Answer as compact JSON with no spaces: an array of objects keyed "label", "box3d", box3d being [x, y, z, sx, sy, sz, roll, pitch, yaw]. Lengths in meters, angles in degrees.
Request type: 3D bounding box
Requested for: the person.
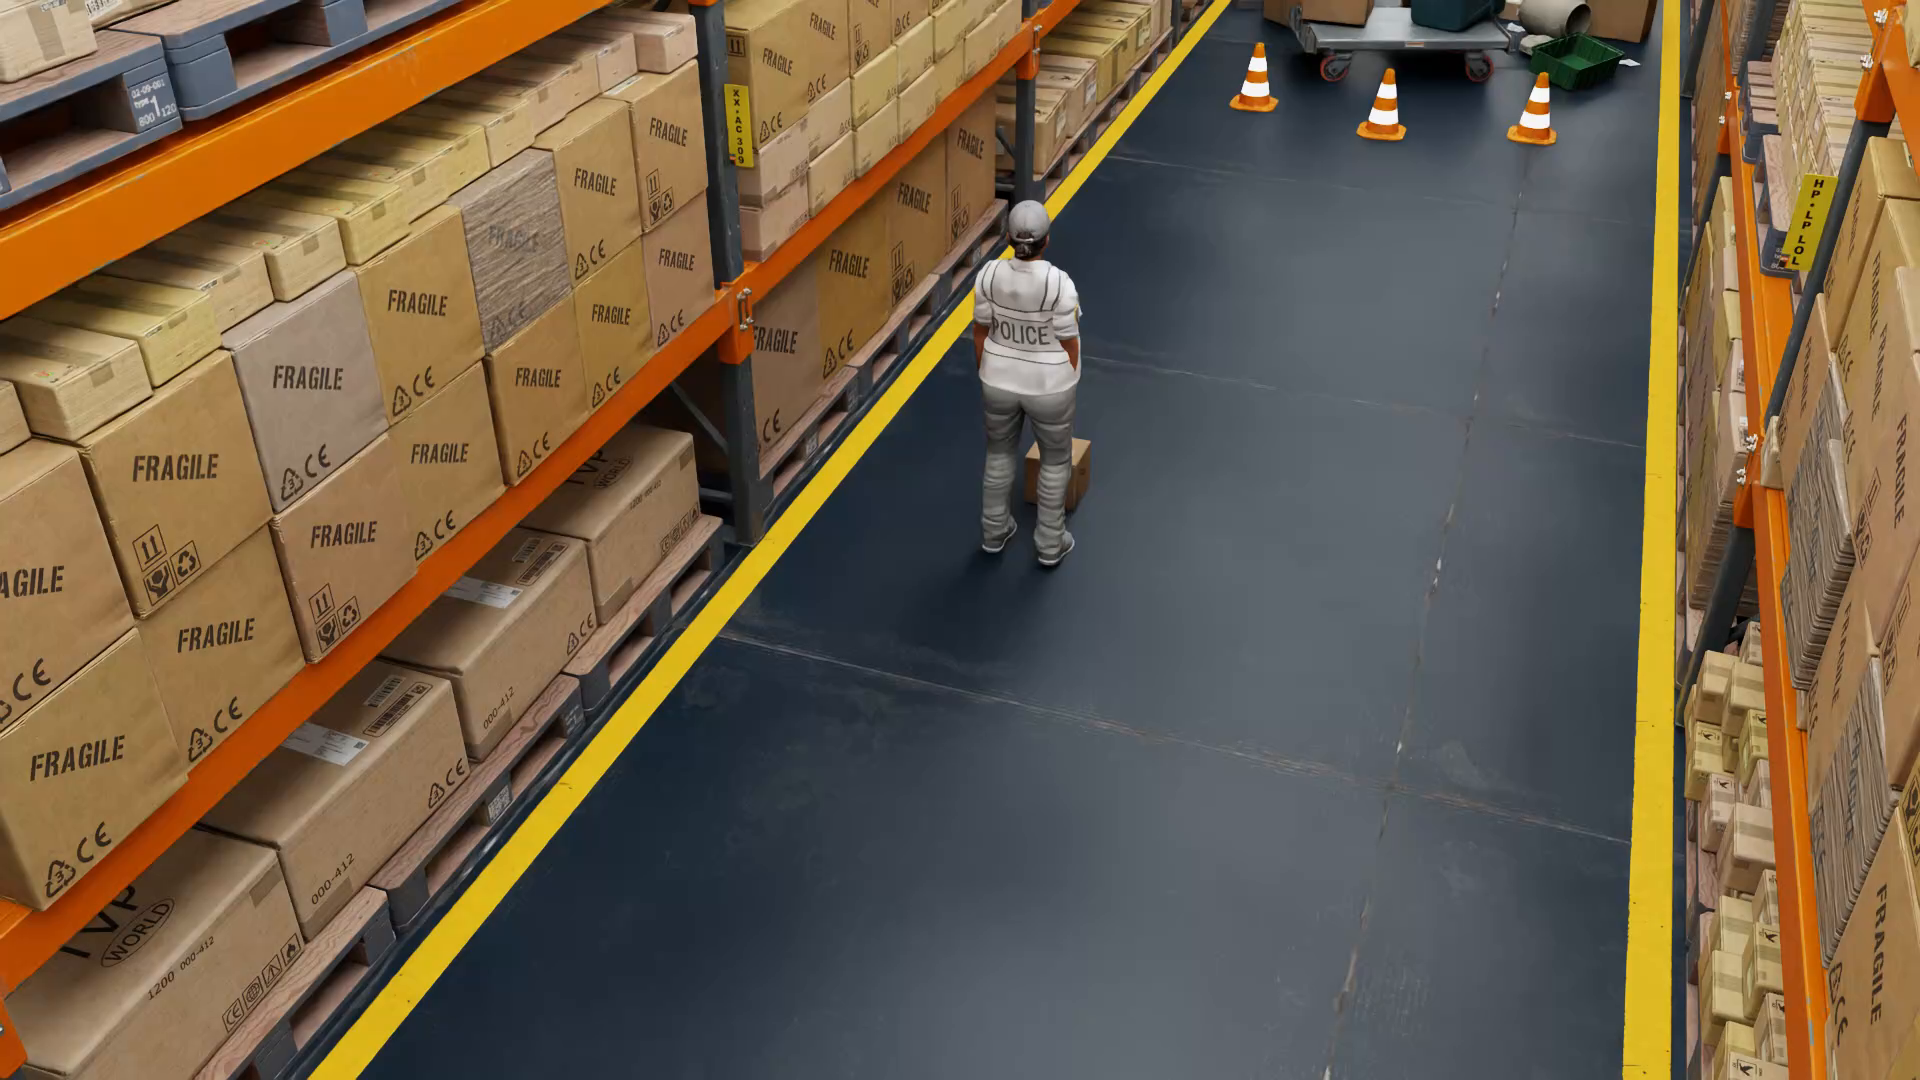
[{"label":"person","box3d":[0.287,-0.669,7.168,0.468,1.666,0.390,12,35,18]}]
